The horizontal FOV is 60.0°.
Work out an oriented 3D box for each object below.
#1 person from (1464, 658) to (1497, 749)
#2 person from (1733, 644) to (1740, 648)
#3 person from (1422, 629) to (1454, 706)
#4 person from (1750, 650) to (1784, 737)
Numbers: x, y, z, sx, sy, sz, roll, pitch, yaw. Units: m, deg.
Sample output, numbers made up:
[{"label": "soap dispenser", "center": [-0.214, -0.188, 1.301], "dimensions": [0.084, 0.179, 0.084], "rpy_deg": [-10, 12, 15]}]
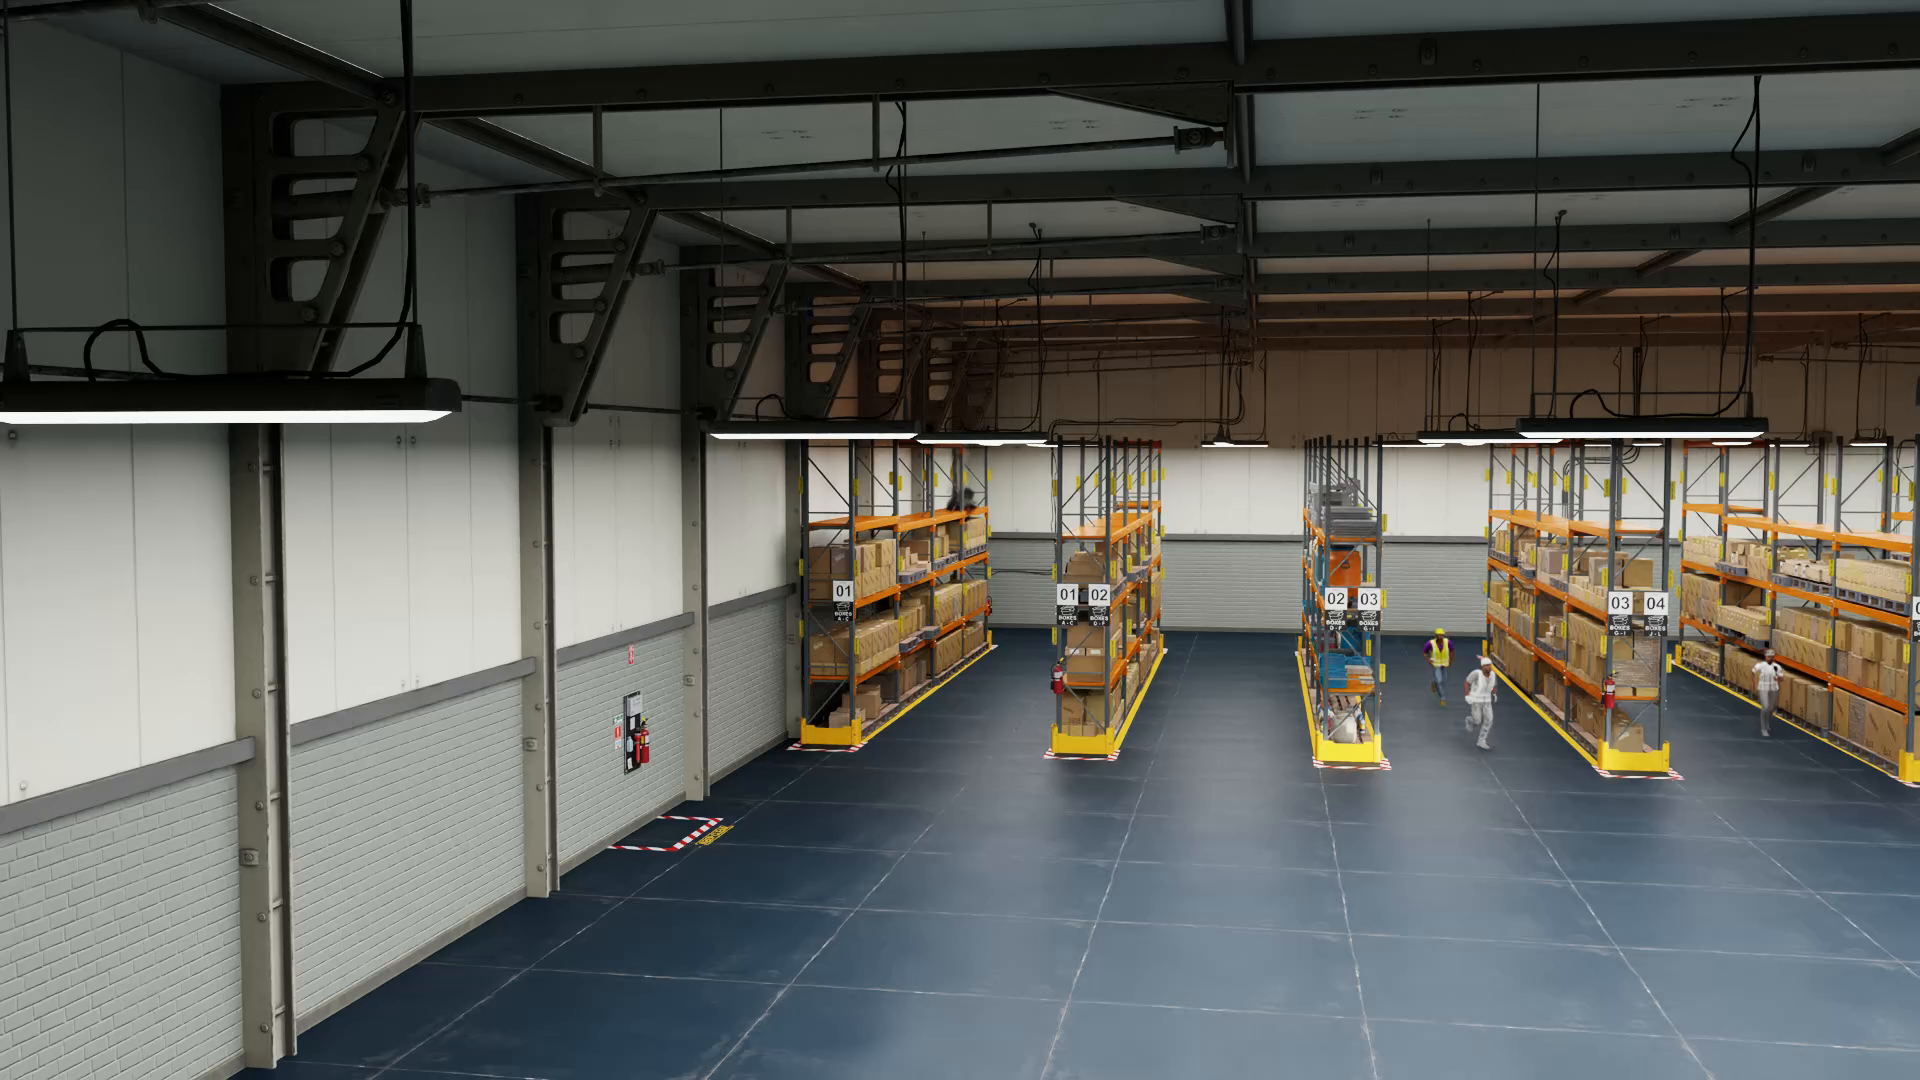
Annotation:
[{"label": "person", "center": [10.072, 3.131, 32.225], "dimensions": [0.699, 1.745, 0.786], "rpy_deg": [-1, 3, -12]}, {"label": "person", "center": [21.762, 2.382, 46.236], "dimensions": [0.917, 1.691, 0.678], "rpy_deg": [0, 3, -5]}, {"label": "person", "center": [10.815, 2.850, 37.624], "dimensions": [0.710, 1.745, 0.888], "rpy_deg": [0, 3, -2]}, {"label": "person", "center": [16.256, 3.068, 33.457], "dimensions": [0.541, 1.756, 0.774], "rpy_deg": [0, 3, 8]}]
